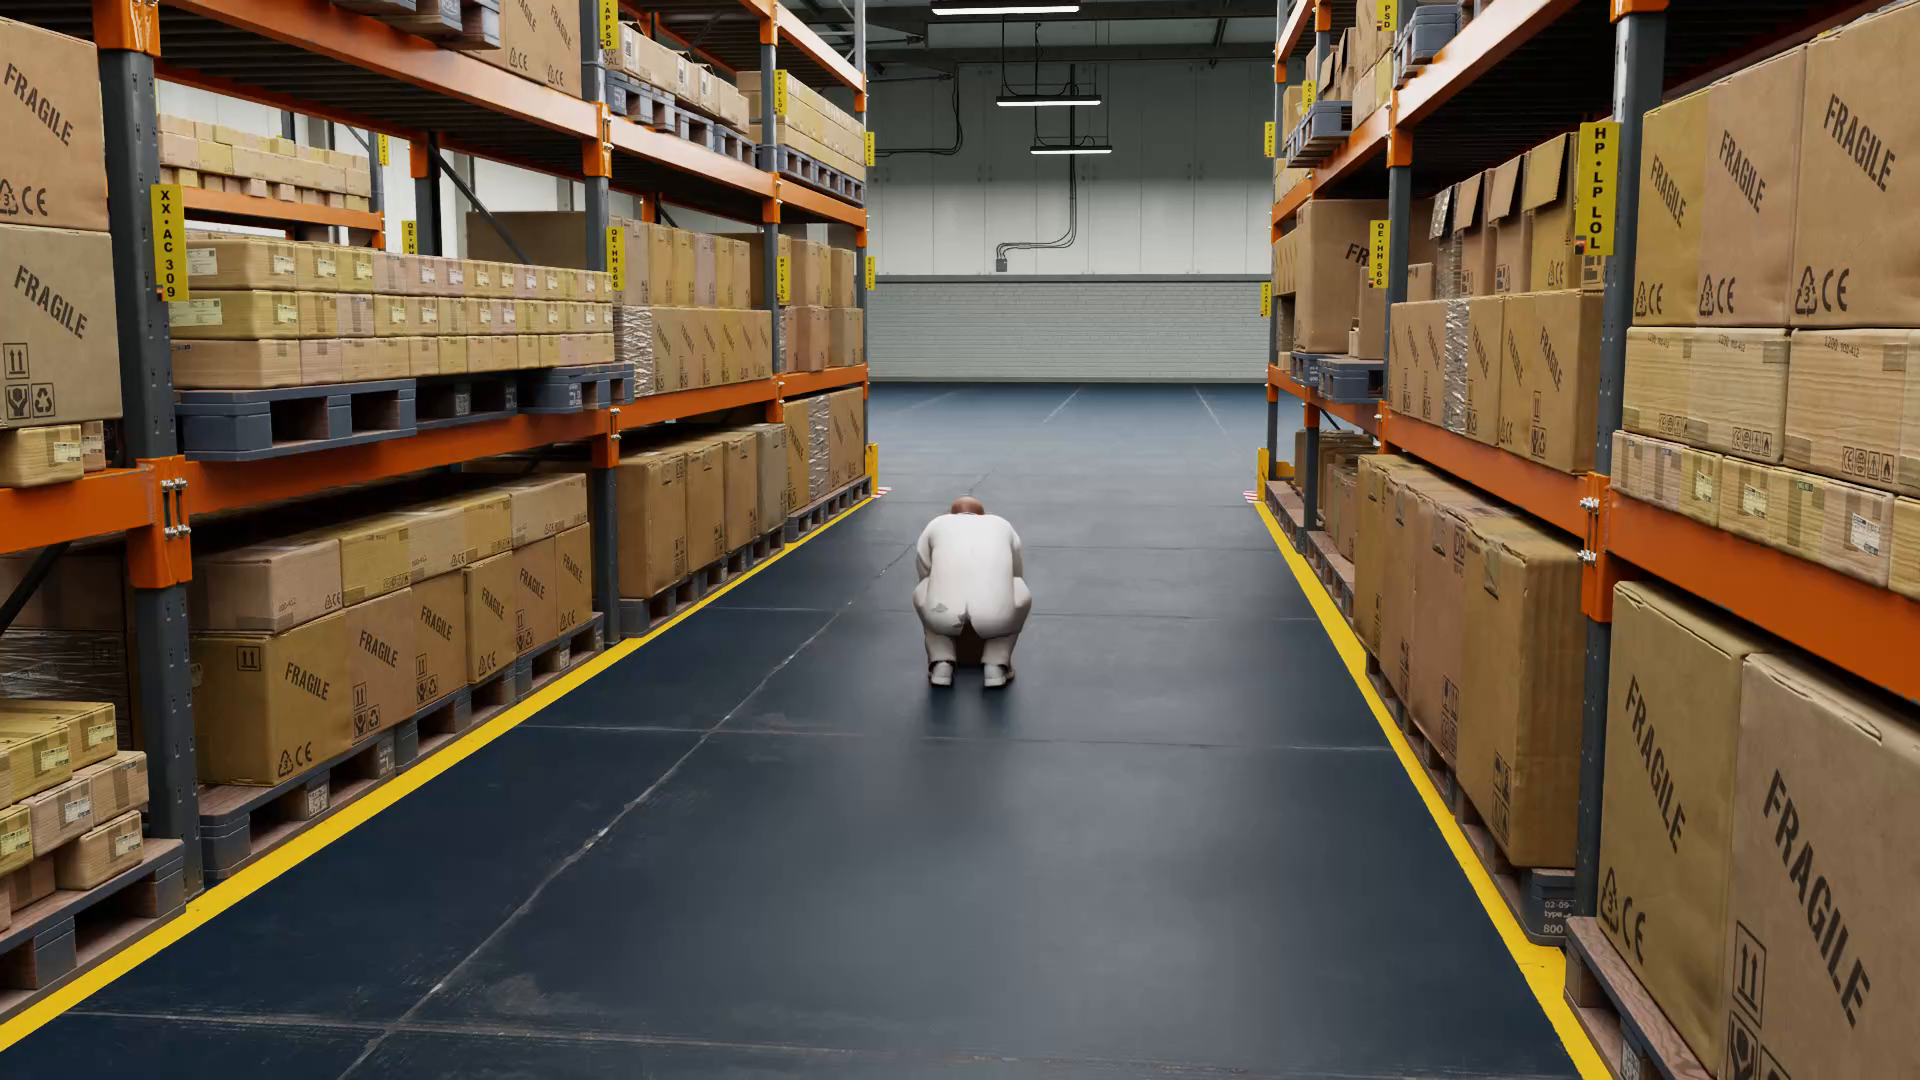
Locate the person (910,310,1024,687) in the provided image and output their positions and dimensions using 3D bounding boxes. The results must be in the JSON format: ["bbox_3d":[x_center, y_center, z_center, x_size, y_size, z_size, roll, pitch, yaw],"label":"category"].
[{"bbox_3d":[0.045,-0.207,7.955,0.530,1.770,0.563,1,7,7],"label":"person"}]
